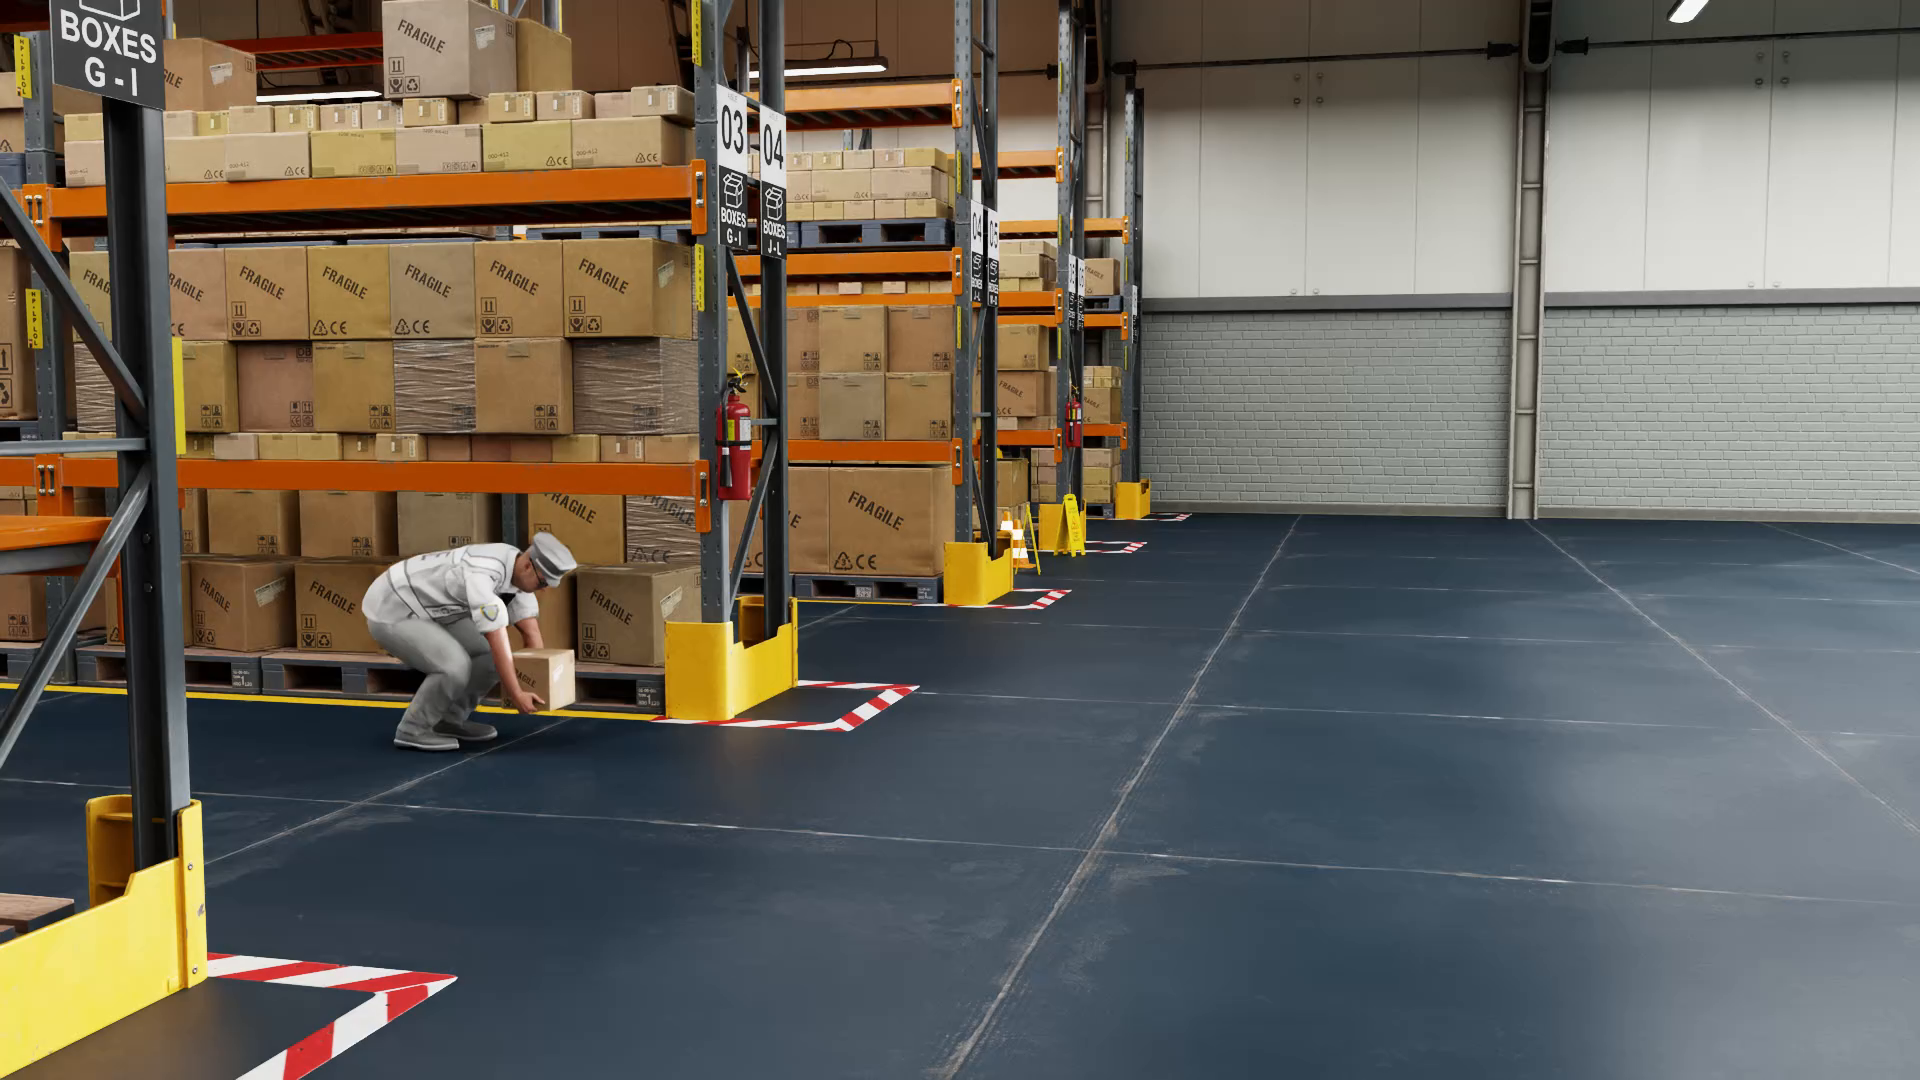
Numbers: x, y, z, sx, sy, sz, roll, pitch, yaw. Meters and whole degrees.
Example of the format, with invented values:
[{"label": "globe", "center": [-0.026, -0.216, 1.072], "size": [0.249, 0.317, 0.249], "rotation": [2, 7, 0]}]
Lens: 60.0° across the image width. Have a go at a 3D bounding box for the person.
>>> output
[{"label": "person", "center": [-2.296, 0.467, 7.842], "size": [1.010, 1.018, 0.526], "rotation": [1, 5, 12]}]
